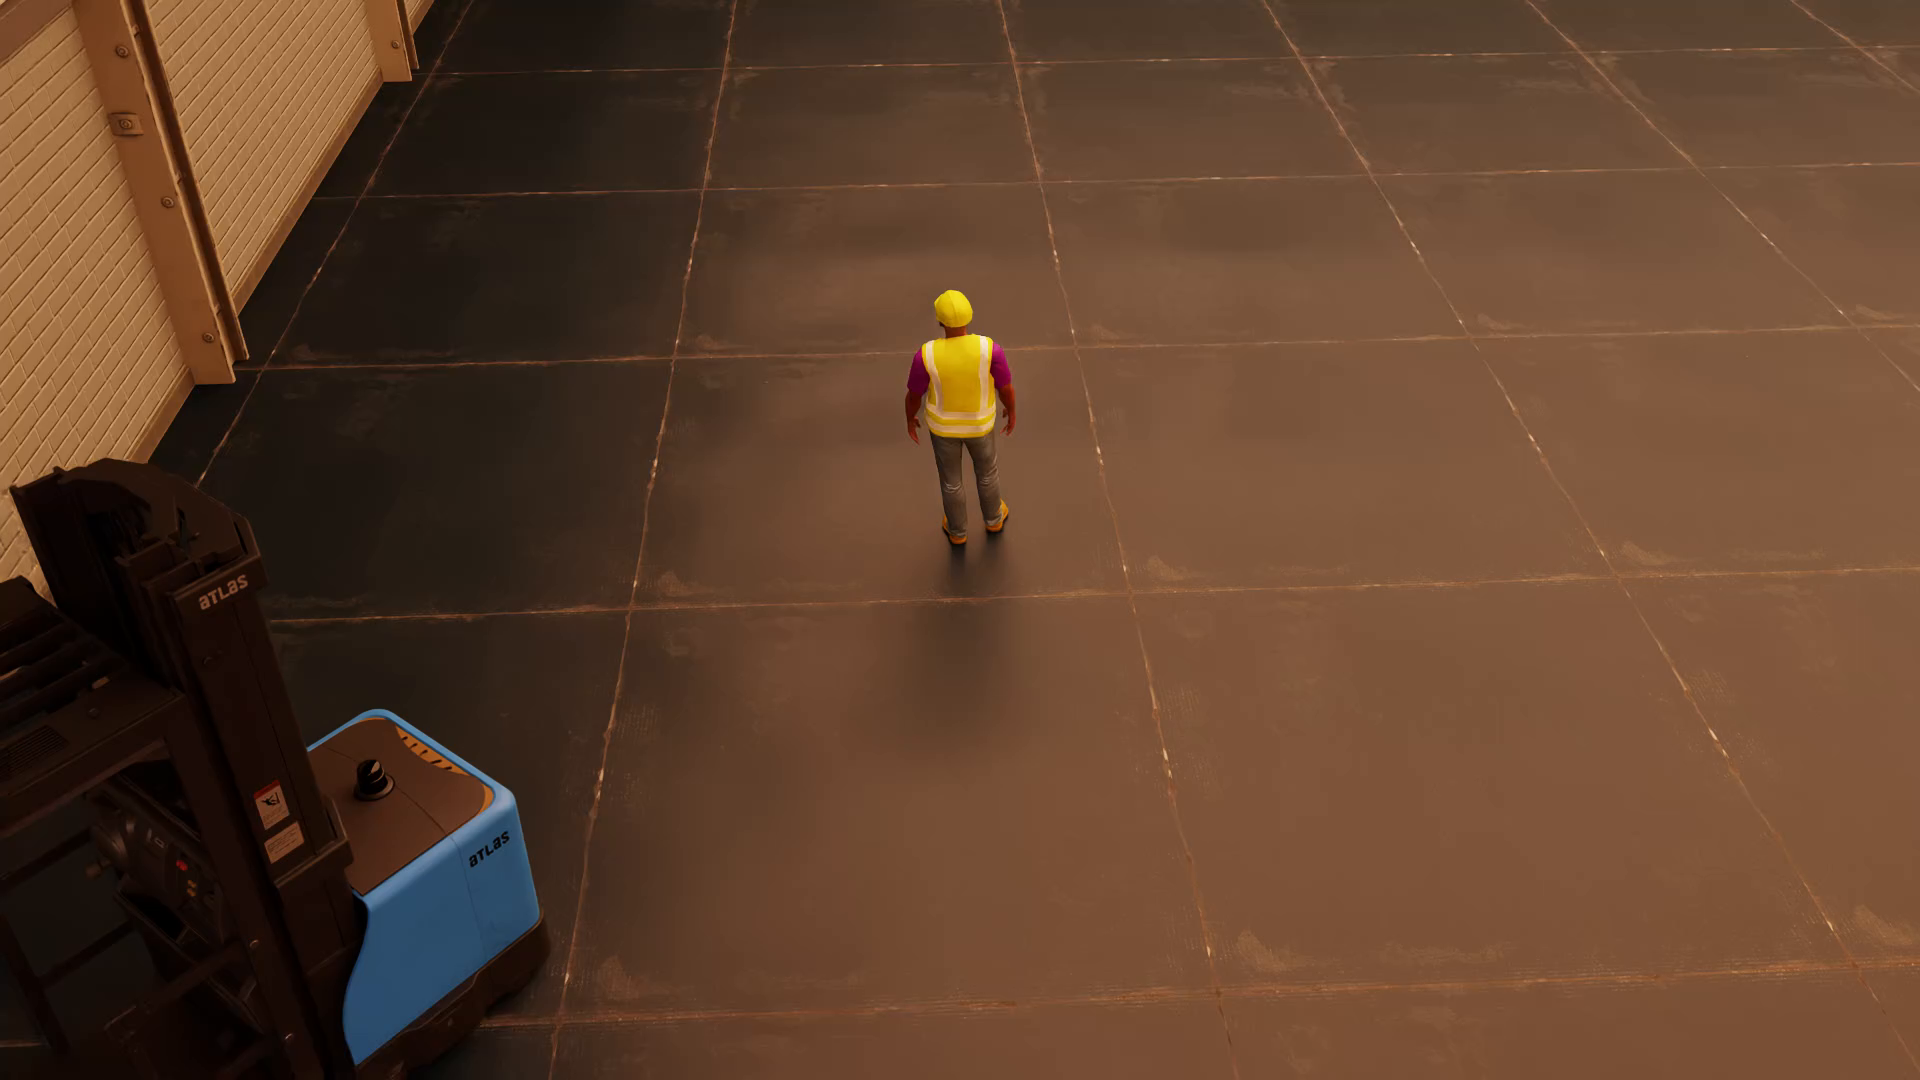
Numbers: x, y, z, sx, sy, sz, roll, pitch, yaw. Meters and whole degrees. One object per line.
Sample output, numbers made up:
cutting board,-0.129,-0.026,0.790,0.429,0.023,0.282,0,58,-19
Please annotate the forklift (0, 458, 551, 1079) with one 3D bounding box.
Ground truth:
forklift,-3.207,1.294,6.235,1.130,2.935,3.031,25,43,30

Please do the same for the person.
person,0.002,-0.761,10.033,0.664,1.768,0.575,-2,36,-2
